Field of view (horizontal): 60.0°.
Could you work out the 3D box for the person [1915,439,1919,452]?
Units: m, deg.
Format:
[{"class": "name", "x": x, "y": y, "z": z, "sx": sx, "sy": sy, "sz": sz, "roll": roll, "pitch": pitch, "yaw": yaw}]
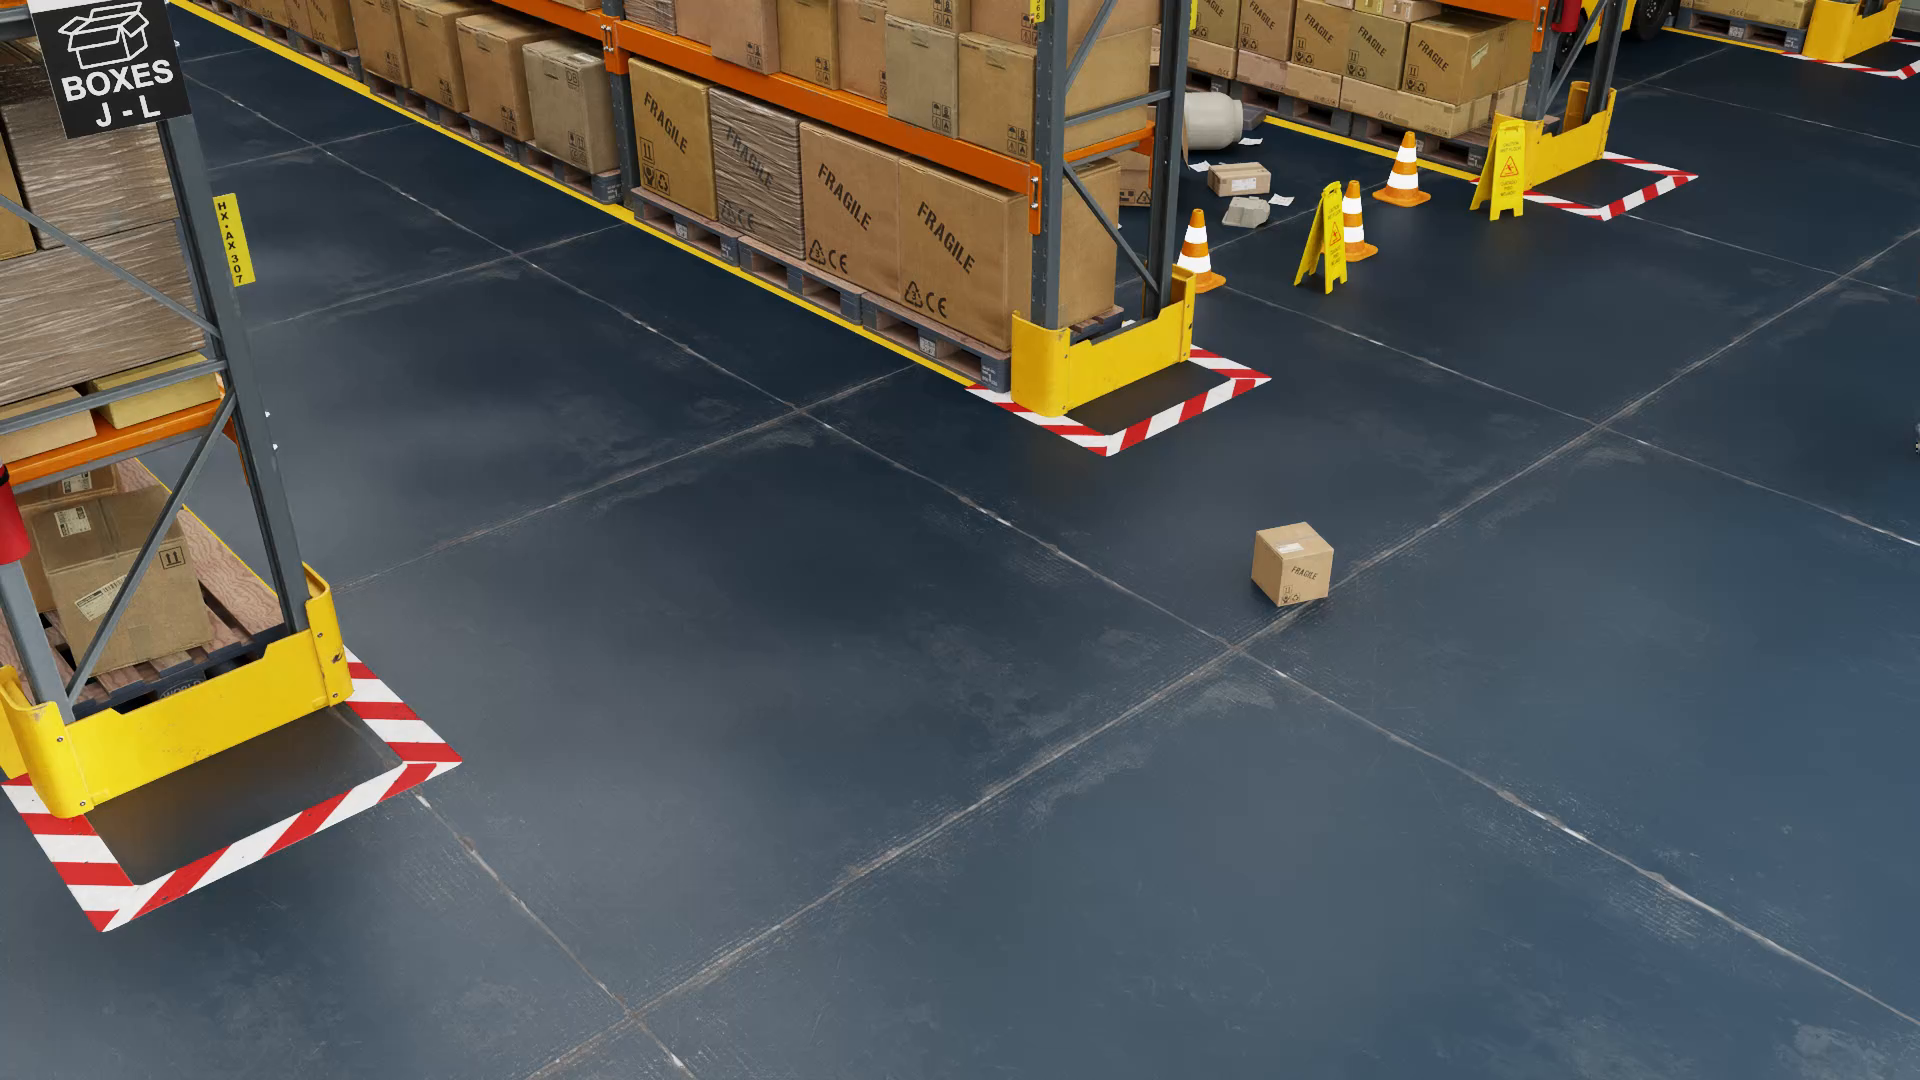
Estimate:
[{"class": "person", "x": 5.244, "y": -1.224, "z": 8.098, "sx": 0.844, "sy": 1.770, "sz": 0.590, "roll": -12, "pitch": 33, "yaw": -18}]
